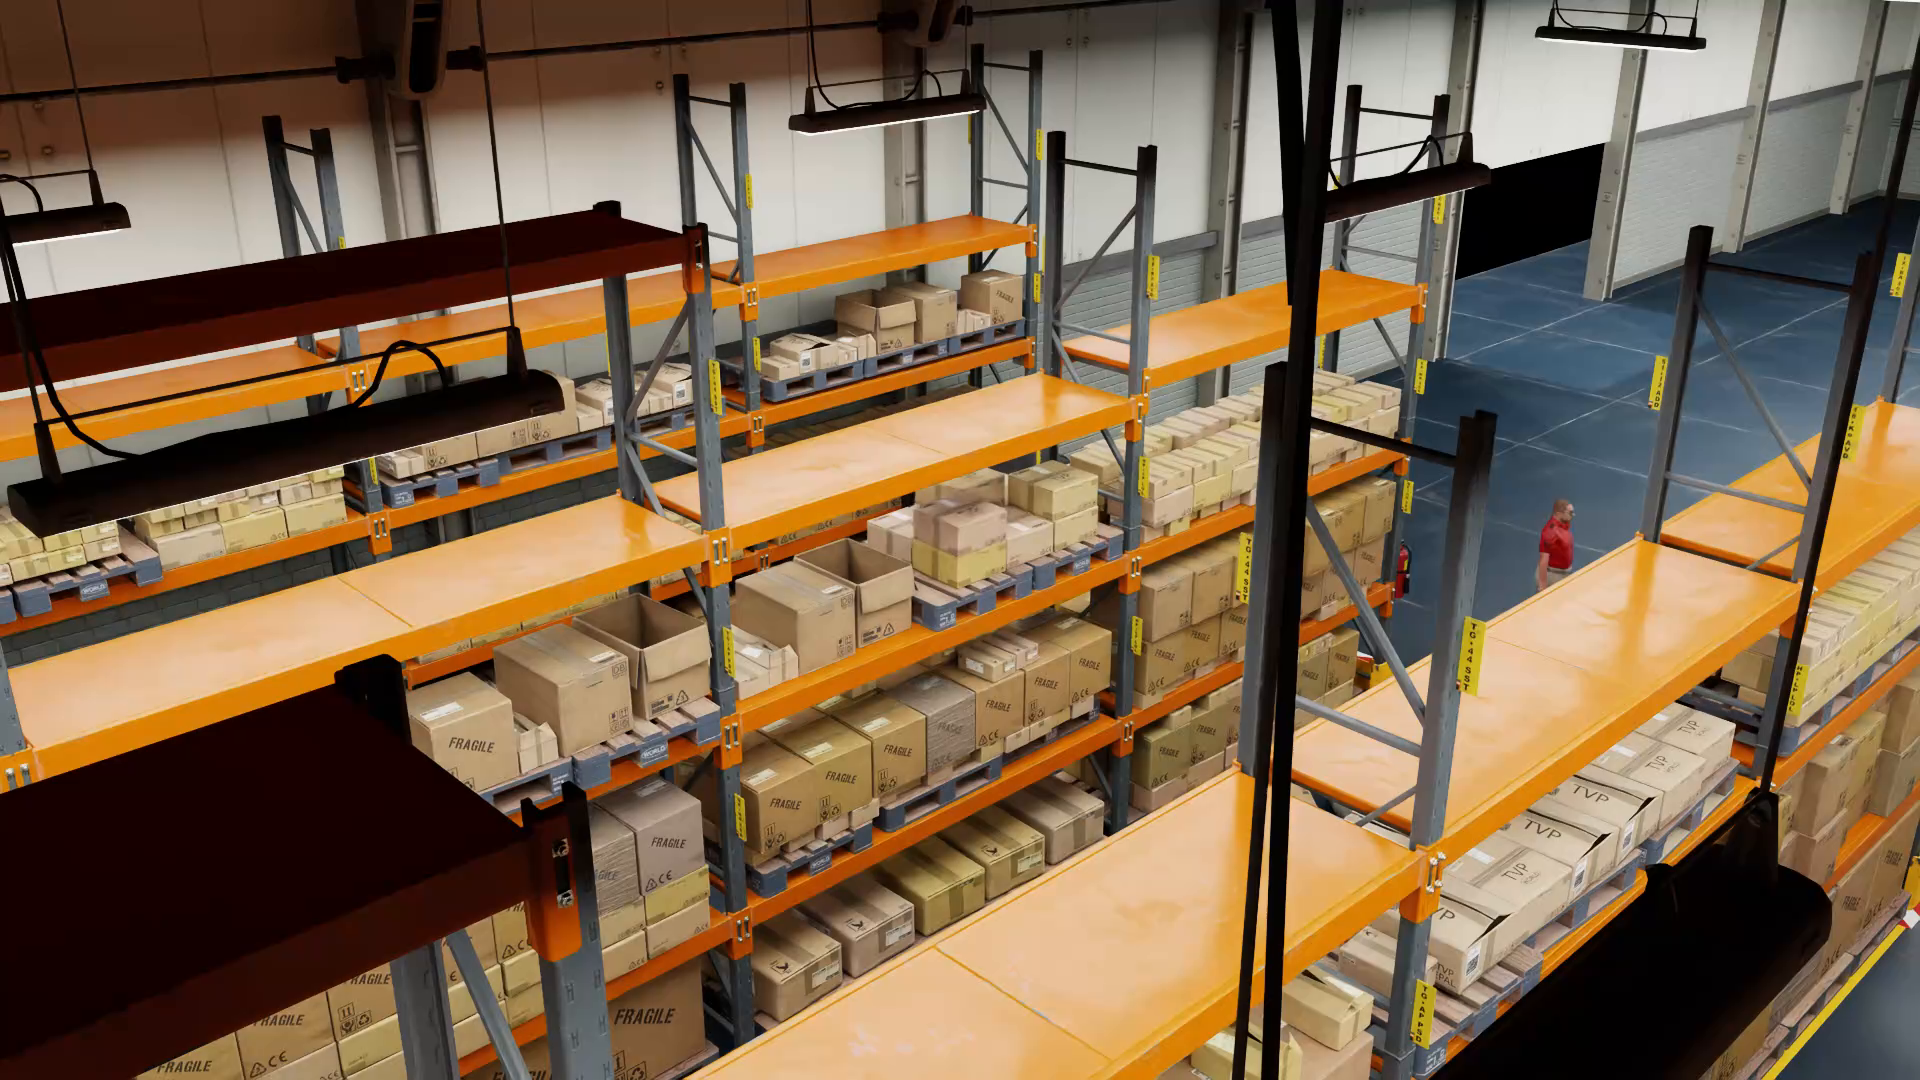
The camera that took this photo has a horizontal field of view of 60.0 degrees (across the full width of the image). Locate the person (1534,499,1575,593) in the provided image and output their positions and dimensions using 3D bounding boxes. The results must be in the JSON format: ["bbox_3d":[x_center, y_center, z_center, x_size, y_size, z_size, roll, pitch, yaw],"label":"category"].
[{"bbox_3d":[6.309,0.379,17.659,0.626,1.726,0.596,14,26,31],"label":"person"}]
